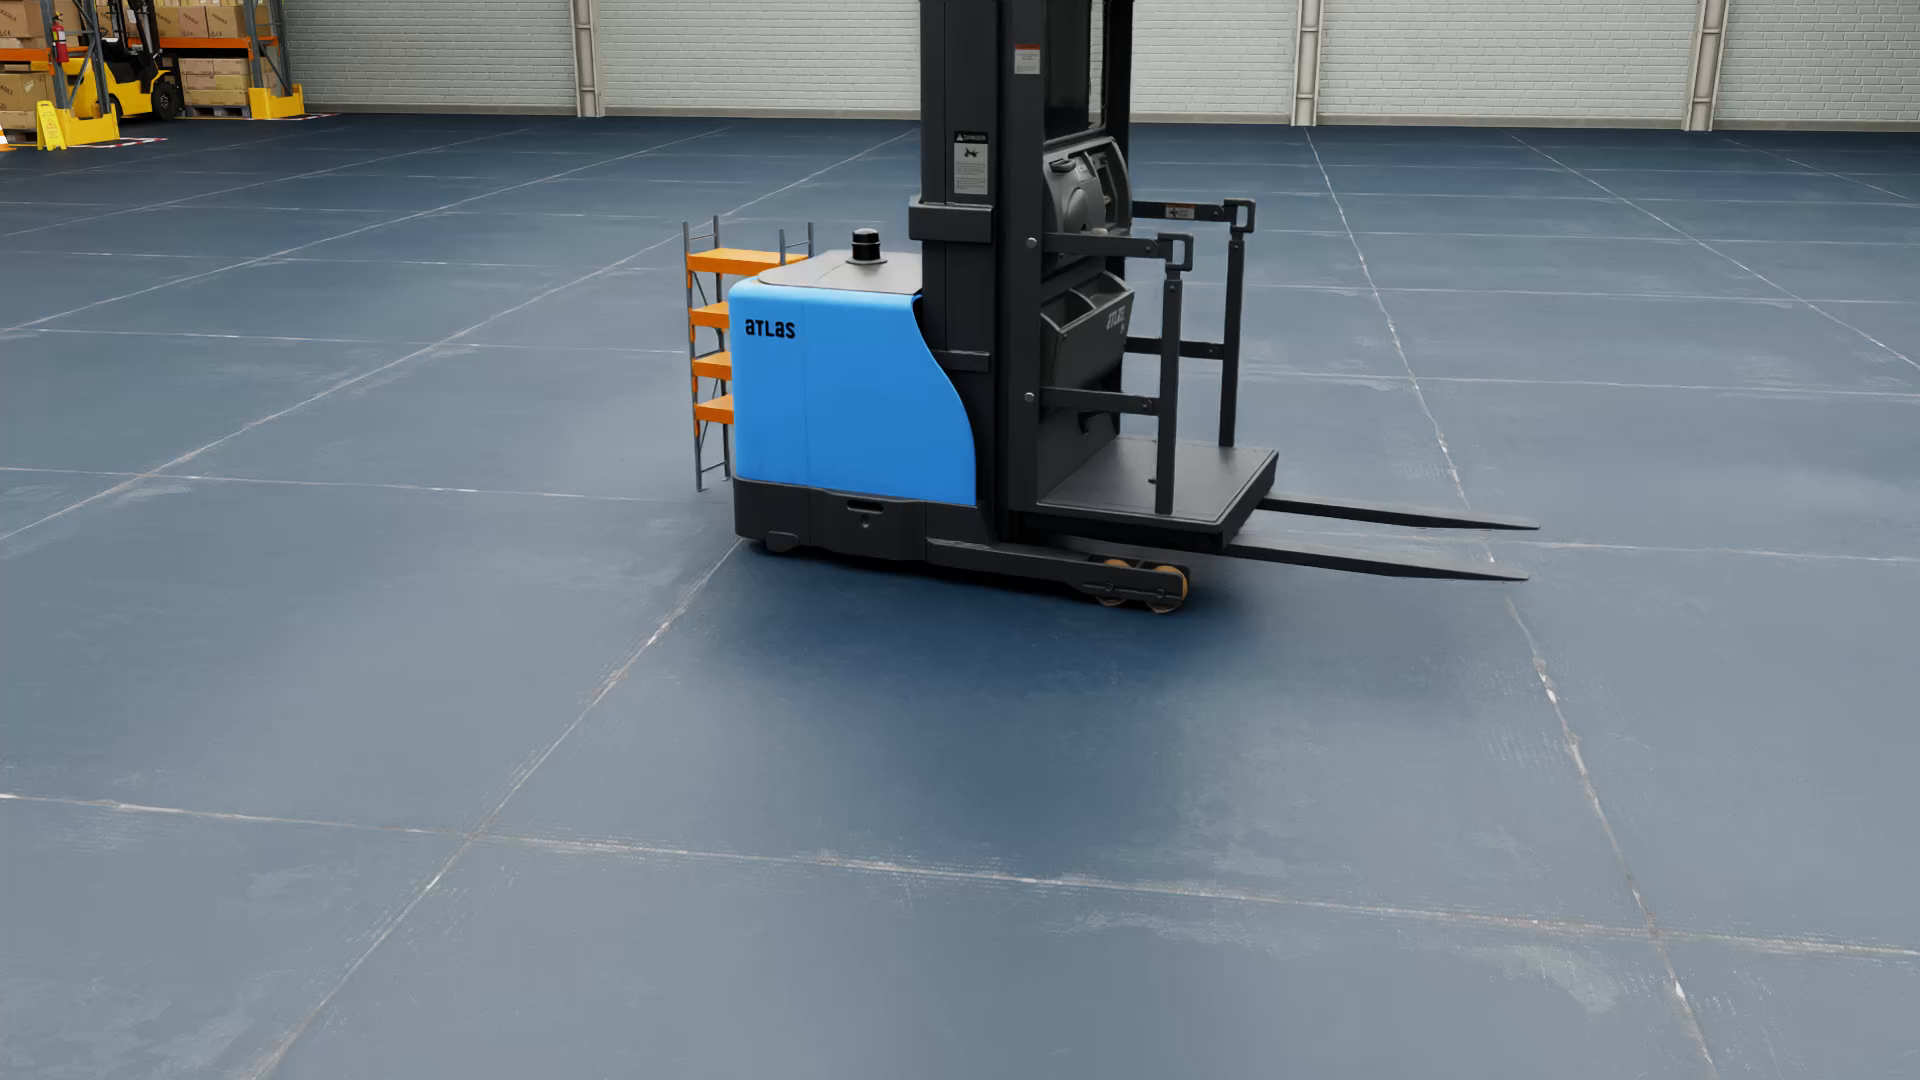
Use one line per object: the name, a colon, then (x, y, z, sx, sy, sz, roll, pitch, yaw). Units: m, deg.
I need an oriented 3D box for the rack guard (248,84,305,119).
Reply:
rack guard: (-11.682, -7.502, 28.437, 0.348, 0.500, 1.175, 3, 19, 9)

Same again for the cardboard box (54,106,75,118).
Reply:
cardboard box: (-13.241, -6.156, 24.146, 0.500, 0.250, 0.500, 3, 19, 8)

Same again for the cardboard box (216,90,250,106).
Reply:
cardboard box: (-12.219, -7.509, 28.189, 0.500, 0.250, 0.500, 3, 19, 9)

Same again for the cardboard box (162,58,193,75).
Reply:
cardboard box: (-13.214, -8.030, 28.170, 0.500, 0.250, 0.500, 3, 19, 9)

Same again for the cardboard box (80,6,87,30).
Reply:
cardboard box: (-14.741, -8.812, 28.256, 0.500, 0.500, 0.500, 3, 19, 10)

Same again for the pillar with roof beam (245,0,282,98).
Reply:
pillar with roof beam: (-12.933, -10.503, 24.010, 0.400, 9.000, 9.100, 3, 19, 9)

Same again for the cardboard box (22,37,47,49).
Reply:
cardboard box: (-12.892, -6.966, 23.292, 0.250, 0.149, 0.380, 4, 19, 10)

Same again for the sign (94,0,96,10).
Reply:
sign: (-12.403, -7.714, 23.767, 0.005, 0.325, 0.100, 3, 19, 9)

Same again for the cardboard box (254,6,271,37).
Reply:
cardboard box: (-12.150, -8.848, 28.363, 0.500, 0.500, 0.500, 4, 19, 10)

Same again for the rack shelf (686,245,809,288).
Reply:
rack shelf: (-0.901, -1.156, 7.128, 0.480, 0.148, 0.258, 9, 21, 26)

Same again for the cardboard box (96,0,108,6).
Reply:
cardboard box: (-14.373, -9.080, 28.035, 0.250, 0.149, 0.380, 3, 19, 8)

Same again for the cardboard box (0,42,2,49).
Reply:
cardboard box: (-13.410, -6.964, 23.285, 0.250, 0.149, 0.380, 3, 19, 8)

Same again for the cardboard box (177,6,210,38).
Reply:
cardboard box: (-12.744, -8.708, 27.943, 0.500, 0.500, 0.500, 4, 19, 10)

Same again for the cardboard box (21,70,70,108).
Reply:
cardboard box: (-13.265, -6.513, 24.030, 0.500, 0.500, 0.500, 2, 19, 7)

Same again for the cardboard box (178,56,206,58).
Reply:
cardboard box: (-13.136, -8.194, 28.662, 0.500, 0.250, 0.500, 3, 19, 8)

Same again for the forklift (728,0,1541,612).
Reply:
forklift: (0.664, -1.319, 6.125, 3.031, 2.935, 1.130, 7, 20, 20)

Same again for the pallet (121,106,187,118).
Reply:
pallet: (-13.668, -7.454, 28.748, 1.213, 0.211, 1.003, 3, 19, 9)

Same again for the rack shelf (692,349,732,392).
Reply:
rack shelf: (-0.901, -0.719, 7.274, 0.480, 0.148, 0.258, 9, 21, 26)

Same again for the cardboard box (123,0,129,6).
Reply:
cardboard box: (-13.858, -9.063, 27.981, 0.250, 0.149, 0.380, 3, 19, 8)

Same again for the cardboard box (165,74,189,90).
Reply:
cardboard box: (-13.242, -7.796, 28.258, 0.500, 0.250, 0.500, 2, 19, 7)

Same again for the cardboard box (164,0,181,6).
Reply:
cardboard box: (-13.110, -9.024, 27.866, 0.250, 0.149, 0.380, 2, 19, 7)

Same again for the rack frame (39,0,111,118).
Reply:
rack frame: (-12.489, -7.134, 23.396, 0.127, 3.000, 1.000, 3, 19, 9)

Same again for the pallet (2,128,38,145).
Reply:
pallet: (-13.360, -5.867, 24.005, 1.213, 0.211, 1.003, 3, 19, 9)

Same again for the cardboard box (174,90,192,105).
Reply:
cardboard box: (-13.201, -7.565, 28.356, 0.500, 0.250, 0.500, 3, 19, 9)

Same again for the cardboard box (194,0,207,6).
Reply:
cardboard box: (-12.596, -9.009, 27.822, 0.250, 0.149, 0.380, 3, 19, 10)

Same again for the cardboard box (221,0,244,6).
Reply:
cardboard box: (-12.092, -8.974, 27.715, 0.250, 0.149, 0.380, 3, 19, 9)

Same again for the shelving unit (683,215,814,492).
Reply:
shelving unit: (-0.901, -0.783, 7.253, 0.503, 1.200, 0.258, 9, 21, 26)

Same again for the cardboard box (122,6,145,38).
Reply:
cardboard box: (-13.748, -8.755, 28.085, 0.500, 0.500, 0.500, 3, 19, 9)

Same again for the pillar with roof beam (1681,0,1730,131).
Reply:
pillar with roof beam: (10.764, -9.295, 20.400, 0.400, 9.000, 9.100, 3, 19, 9)

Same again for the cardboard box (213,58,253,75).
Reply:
cardboard box: (-12.209, -7.984, 28.032, 0.500, 0.250, 0.500, 4, 19, 10)

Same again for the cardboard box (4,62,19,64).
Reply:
cardboard box: (-16.937, -8.027, 29.148, 0.625, 0.625, 0.875, 3, 19, 8)

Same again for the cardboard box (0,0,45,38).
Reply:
cardboard box: (-13.068, -7.263, 23.156, 0.500, 0.500, 0.500, 3, 19, 8)

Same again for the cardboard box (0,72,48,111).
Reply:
cardboard box: (-13.321, -6.343, 23.523, 0.500, 0.500, 0.500, 3, 19, 9)

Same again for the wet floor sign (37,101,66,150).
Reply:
wet floor sign: (-12.471, -5.672, 22.739, 0.232, 0.644, 0.267, 10, 21, 27)

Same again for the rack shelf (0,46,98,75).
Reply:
rack shelf: (-14.464, -6.893, 23.811, 4.000, 0.370, 1.077, 3, 19, 9)

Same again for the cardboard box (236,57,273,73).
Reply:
cardboard box: (-12.150, -8.142, 28.505, 0.500, 0.250, 0.500, 3, 19, 8)

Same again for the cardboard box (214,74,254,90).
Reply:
cardboard box: (-12.235, -7.748, 28.115, 0.500, 0.250, 0.500, 3, 19, 8)

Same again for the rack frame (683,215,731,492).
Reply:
rack frame: (-1.117, -0.819, 7.360, 0.015, 1.200, 0.240, 9, 21, 26)
